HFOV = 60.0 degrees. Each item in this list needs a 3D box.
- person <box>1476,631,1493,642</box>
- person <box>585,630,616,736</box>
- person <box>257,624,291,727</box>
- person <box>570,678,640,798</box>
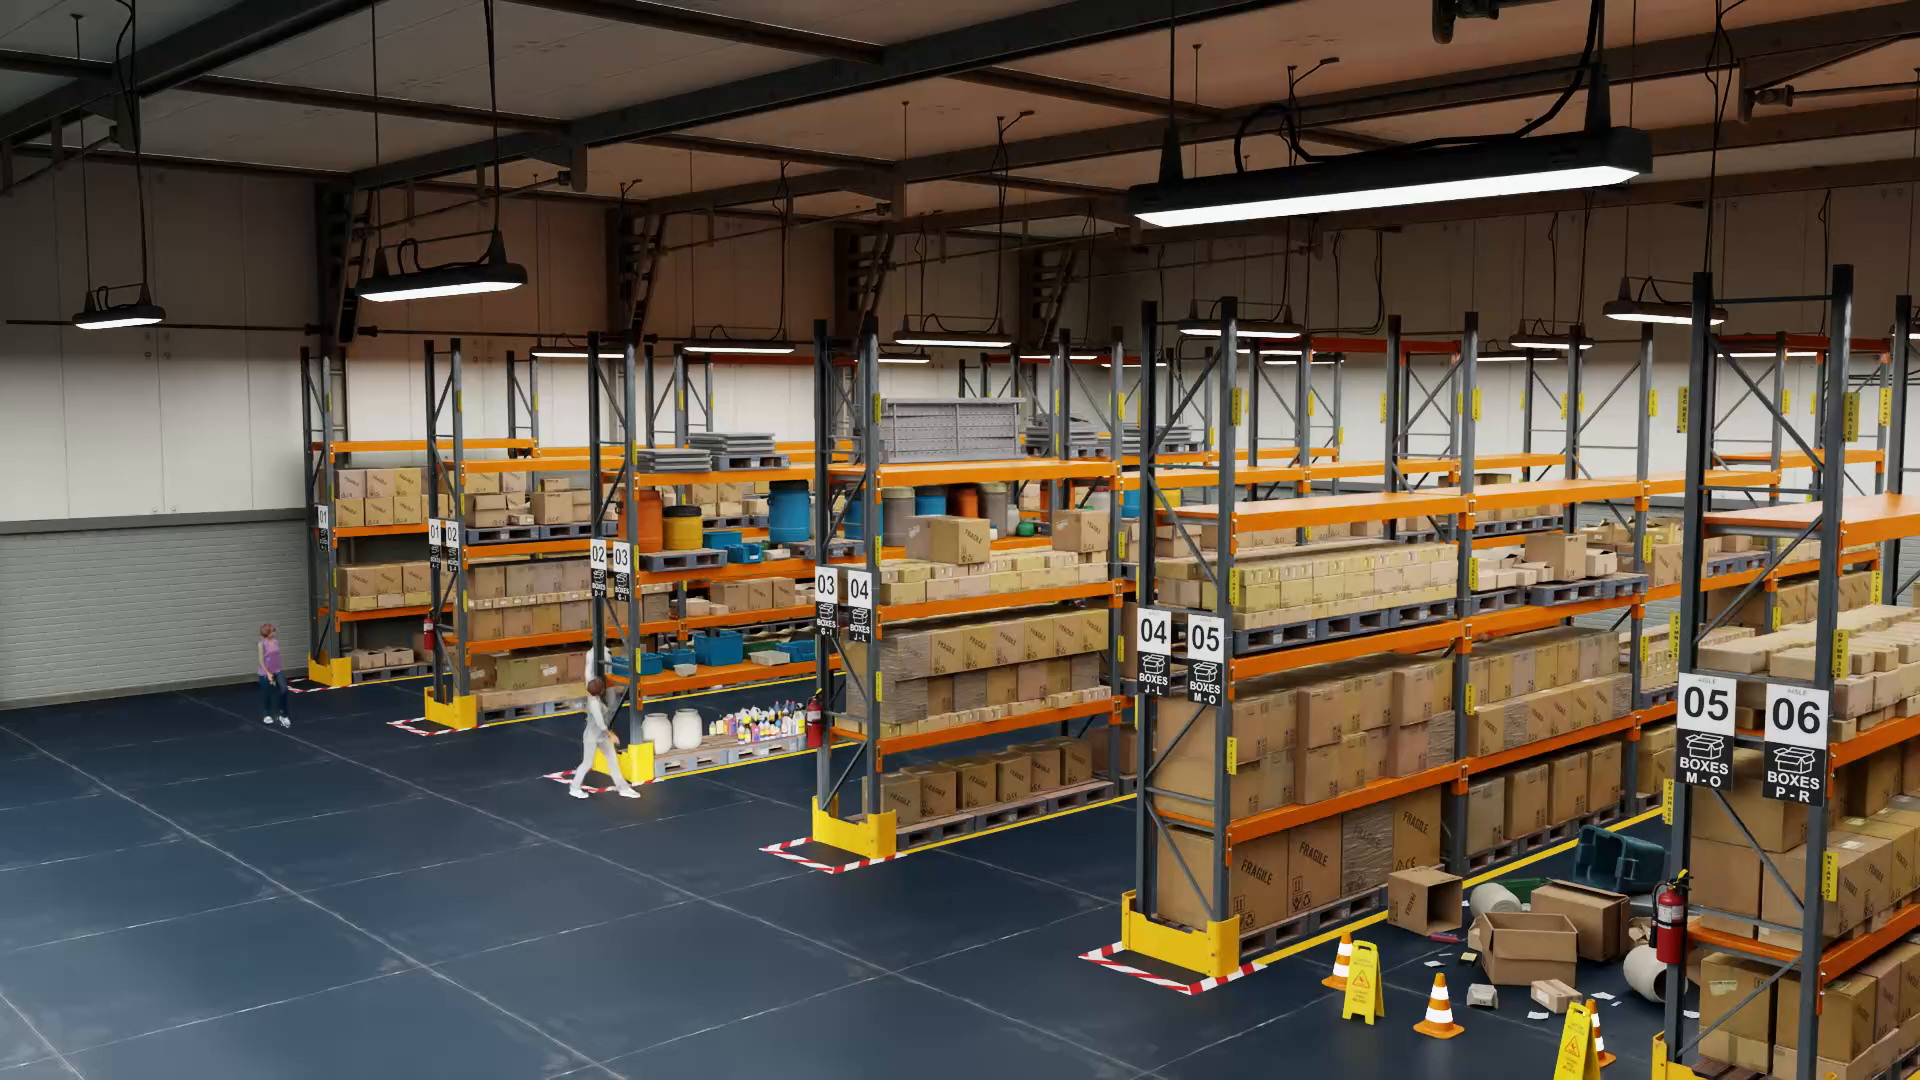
[{"bbox_3d":[7.700,2.107,24.688,0.964,1.746,0.657,-4,6,-38],"label":"person"},{"bbox_3d":[-5.331,2.196,24.660,0.339,1.757,0.530,4,6,39],"label":"person"},{"bbox_3d":[-10.708,2.100,25.832,0.411,1.620,0.589,-5,7,-42],"label":"person"},{"bbox_3d":[-4.550,2.518,21.102,0.918,1.550,0.380,2,5,18],"label":"person"}]
